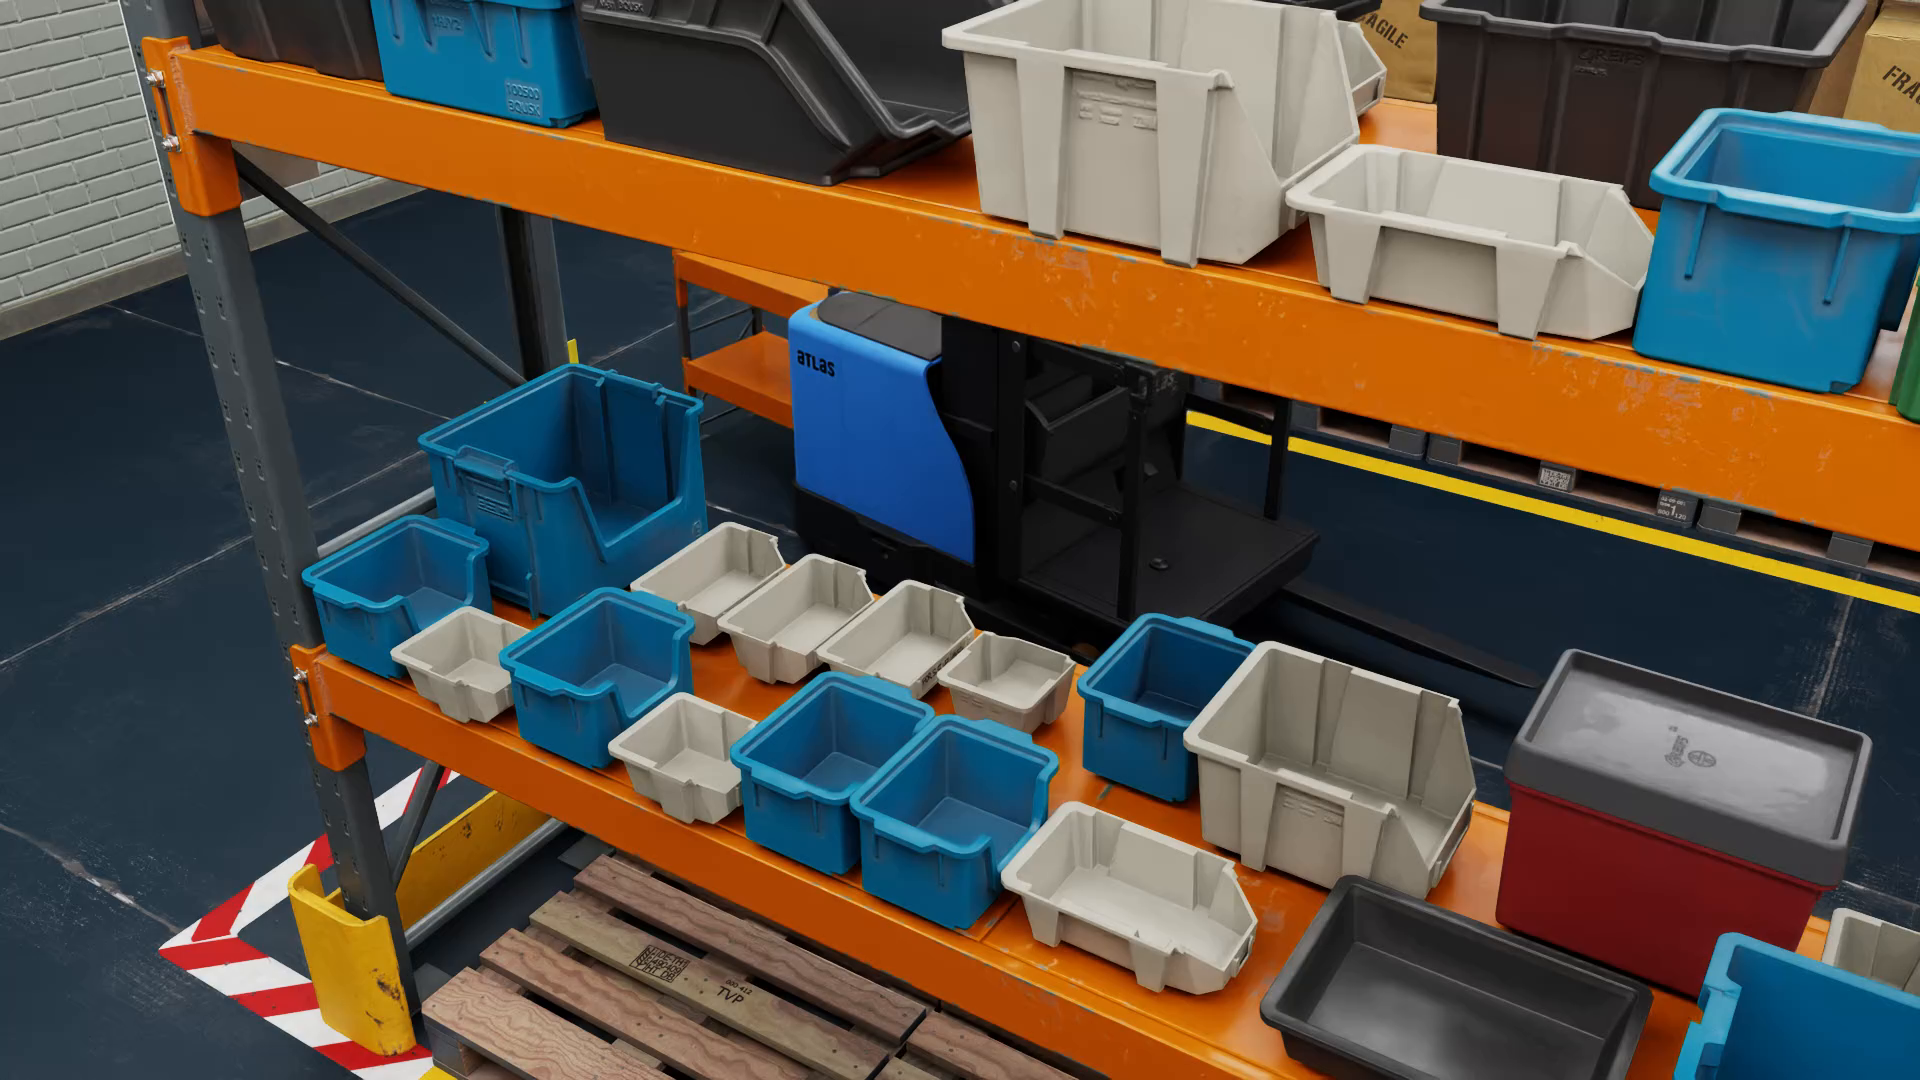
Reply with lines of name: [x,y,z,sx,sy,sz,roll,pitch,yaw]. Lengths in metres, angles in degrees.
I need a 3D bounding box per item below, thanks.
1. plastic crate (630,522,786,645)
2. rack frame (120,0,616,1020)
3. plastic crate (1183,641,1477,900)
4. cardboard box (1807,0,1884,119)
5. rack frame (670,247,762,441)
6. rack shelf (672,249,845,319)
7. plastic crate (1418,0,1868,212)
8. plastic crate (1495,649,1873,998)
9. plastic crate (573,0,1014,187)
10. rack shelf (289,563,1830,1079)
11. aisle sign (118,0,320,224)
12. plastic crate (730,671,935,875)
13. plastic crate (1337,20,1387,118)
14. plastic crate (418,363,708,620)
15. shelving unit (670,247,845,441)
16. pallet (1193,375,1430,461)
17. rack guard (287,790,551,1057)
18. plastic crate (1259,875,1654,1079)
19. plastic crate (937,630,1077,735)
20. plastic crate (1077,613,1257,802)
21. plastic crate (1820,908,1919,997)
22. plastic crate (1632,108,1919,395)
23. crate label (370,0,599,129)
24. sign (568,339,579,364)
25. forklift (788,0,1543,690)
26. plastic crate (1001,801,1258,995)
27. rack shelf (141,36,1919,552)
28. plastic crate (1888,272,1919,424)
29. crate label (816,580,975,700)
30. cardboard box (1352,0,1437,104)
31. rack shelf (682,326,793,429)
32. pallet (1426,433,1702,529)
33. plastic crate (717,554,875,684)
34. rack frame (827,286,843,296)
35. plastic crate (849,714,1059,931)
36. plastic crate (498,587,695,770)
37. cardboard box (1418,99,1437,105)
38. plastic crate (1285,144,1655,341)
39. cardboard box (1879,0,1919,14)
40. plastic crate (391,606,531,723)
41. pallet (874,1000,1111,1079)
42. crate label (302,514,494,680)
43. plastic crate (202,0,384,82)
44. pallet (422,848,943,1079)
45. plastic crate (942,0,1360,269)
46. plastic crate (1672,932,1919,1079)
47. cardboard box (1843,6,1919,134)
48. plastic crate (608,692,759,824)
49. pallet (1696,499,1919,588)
plastic crate: [-0.625,0.123,4.265,0.243,0.136,0.396,18,35,27]
rack frame: [-1.412,-0.107,4.456,0.127,3.000,1.000,18,35,27]
plastic crate: [0.781,0.502,3.470,0.530,0.282,0.437,18,35,27]
cardboard box: [3.484,-2.047,6.891,0.500,0.500,0.500,16,34,26]
rack frame: [-1.142,-1.047,7.929,0.032,1.125,0.500,24,38,35]
rack shelf: [-0.760,-1.131,7.492,1.000,0.278,0.538,24,38,35]
plastic crate: [1.070,-0.724,2.667,0.590,0.269,0.497,18,35,27]
plastic crate: [1.353,0.565,3.182,0.583,0.464,0.402,18,35,27]
plastic crate: [-0.264,-0.849,2.813,0.767,0.338,0.504,18,35,27]
rack shelf: [0.282,0.740,3.719,4.000,0.370,1.077,18,35,27]
aisle sign: [-1.630,-1.122,3.617,0.004,0.787,0.394,18,35,27]
plastic crate: [-0.262,0.499,3.524,0.300,0.233,0.416,18,35,27]
plastic crate: [0.471,-0.841,2.999,0.530,0.136,0.437,18,35,27]
plastic crate: [-1.029,-0.138,4.415,0.499,0.435,0.616,18,35,27]
shelving unit: [-0.760,-0.878,7.639,1.048,1.125,0.538,24,38,35]
pallet: [1.940,-0.835,8.472,1.213,0.211,1.003,18,35,27]
rack guard: [-1.439,0.972,5.088,0.348,0.500,1.175,18,35,27]
plastic crate: [0.886,0.873,2.991,0.590,0.125,0.437,18,35,27]
plastic crate: [0.123,0.342,3.889,0.250,0.136,0.298,18,35,27]
plastic crate: [0.464,0.380,3.728,0.300,0.233,0.416,18,35,27]
plastic crate: [1.658,0.867,2.989,0.243,0.136,0.396,18,35,27]
plastic crate: [1.036,-0.366,2.090,0.300,0.233,0.416,18,35,27]
crate label: [-0.802,-0.953,3.078,0.502,0.251,0.408,18,35,27]
sign: [-1.133,-0.416,4.825,0.005,0.325,0.100,18,35,27]
forklift: [0.728,-0.944,5.960,3.031,2.935,1.130,24,38,35]
plastic crate: [0.342,0.715,3.250,0.466,0.136,0.293,18,35,27]
rack shelf: [0.282,-0.556,2.963,4.000,0.370,1.077,18,35,27]
plastic crate: [1.457,-0.224,1.890,0.662,0.188,0.450,18,35,27]
crate label: [-0.138,0.271,4.012,0.243,0.136,0.396,18,35,27]
cardboard box: [1.908,-2.230,7.206,0.500,0.500,0.500,17,34,26]
rack shelf: [-0.760,-0.667,7.762,1.000,0.278,0.538,24,38,35]
pallet: [2.970,-0.508,7.911,1.213,0.211,1.003,18,35,27]
plastic crate: [-0.387,0.206,4.122,0.243,0.136,0.396,18,35,27]
rack frame: [-0.378,-0.709,7.350,0.032,1.125,0.500,24,38,35]
plastic crate: [-0.008,0.580,3.386,0.300,0.233,0.416,18,35,27]
plastic crate: [-0.820,0.323,3.827,0.300,0.233,0.416,18,35,27]
cardboard box: [1.928,-1.904,7.391,0.500,0.250,0.500,17,34,27]
plastic crate: [0.697,-0.395,2.235,0.466,0.136,0.293,18,35,27]
cardboard box: [3.927,-1.909,6.655,0.500,0.500,0.500,18,35,27]
plastic crate: [-1.150,0.309,3.945,0.298,0.136,0.250,18,35,27]
pallet: [0.295,1.663,4.191,1.213,0.211,1.003,18,35,27]
crate label: [-1.377,0.146,4.129,0.303,0.233,0.416,18,35,27]
plastic crate: [-1.234,-1.124,3.352,0.590,0.269,0.497,18,35,27]
pallet: [-0.734,1.335,4.752,1.213,0.211,1.003,18,35,27]
plastic crate: [0.302,-0.626,2.487,0.530,0.282,0.437,18,35,27]
plastic crate: [1.400,0.966,2.573,0.575,0.384,0.392,18,35,27]
cardboard box: [3.656,-1.682,6.265,0.500,0.500,0.500,18,35,28]
plastic crate: [-0.575,0.491,3.634,0.298,0.136,0.250,18,35,27]
pallet: [4.007,-0.182,7.352,1.213,0.211,1.003,18,35,27]
